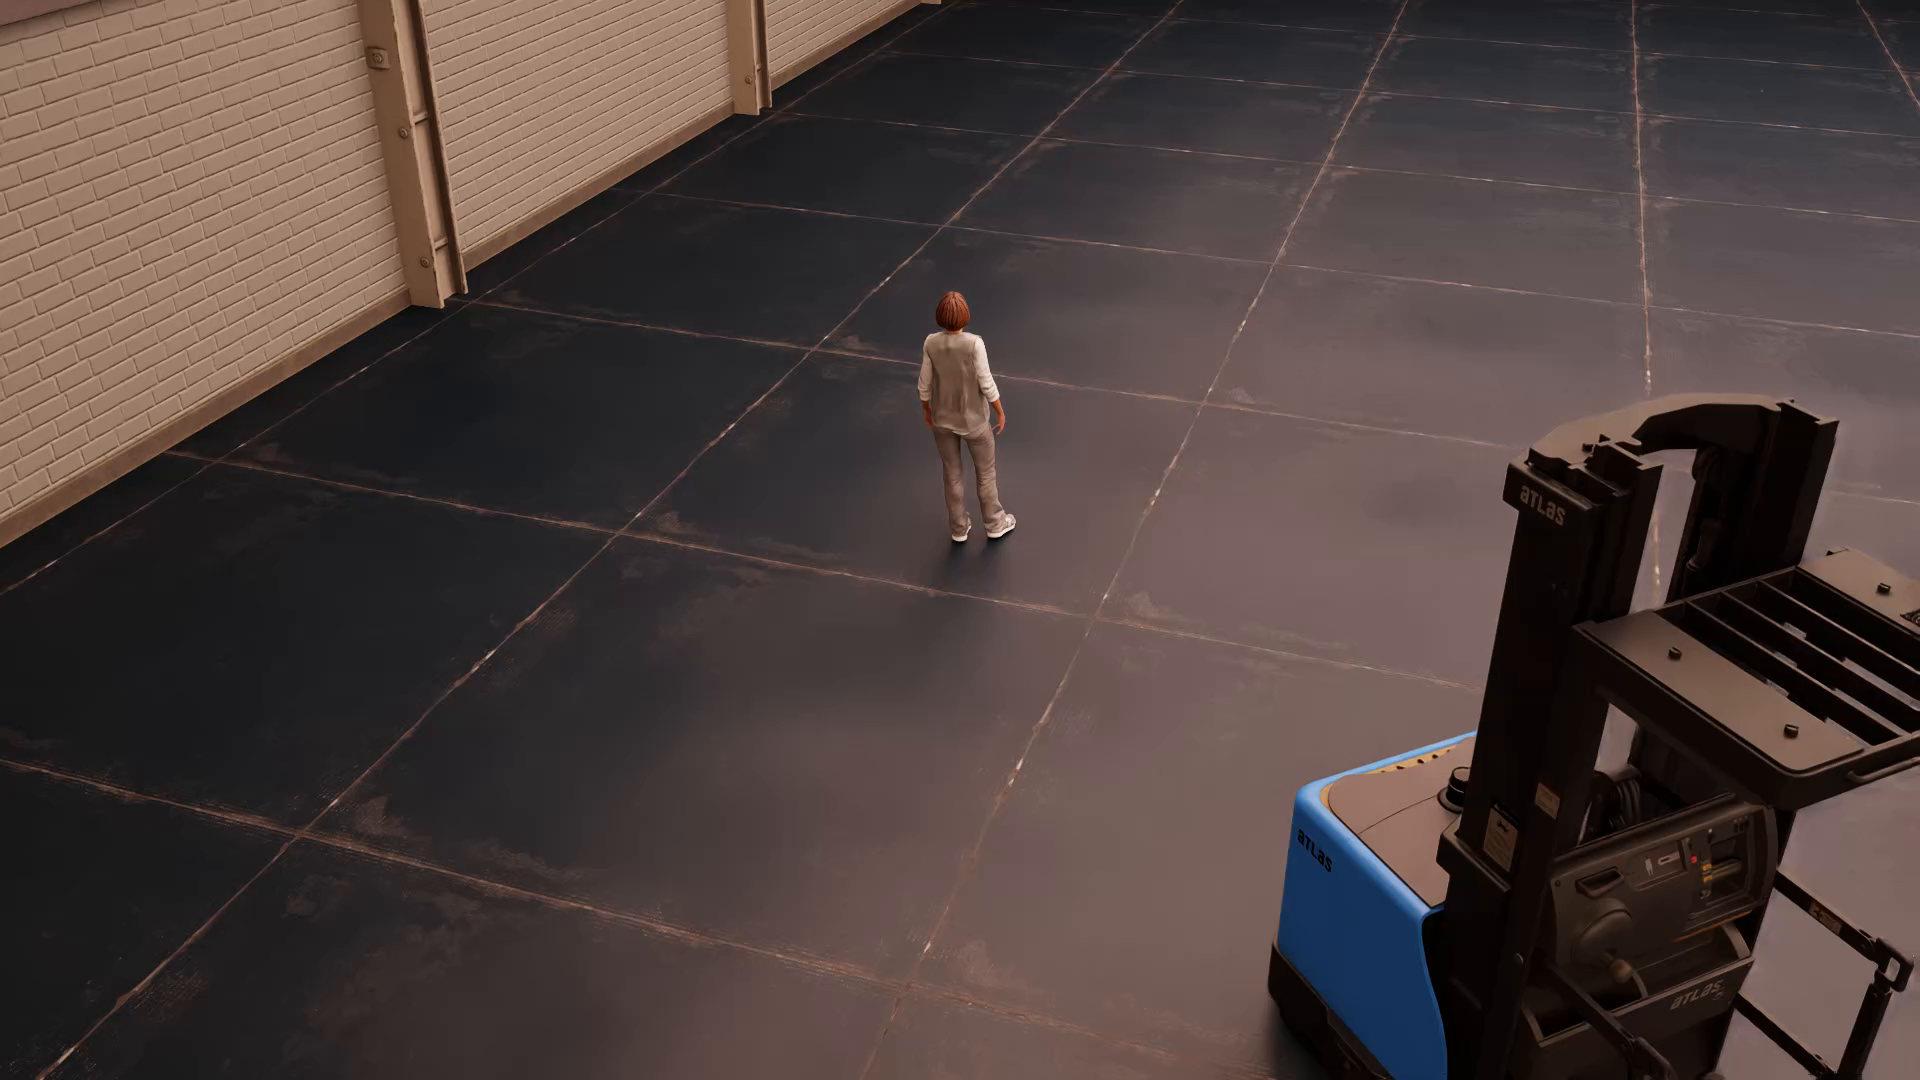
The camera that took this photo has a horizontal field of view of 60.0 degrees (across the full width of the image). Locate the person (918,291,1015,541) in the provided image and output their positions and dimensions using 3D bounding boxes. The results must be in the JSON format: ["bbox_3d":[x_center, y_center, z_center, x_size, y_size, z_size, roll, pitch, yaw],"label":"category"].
[{"bbox_3d":[0.038,-0.733,9.754,0.520,1.599,0.473,10,31,16],"label":"person"}]

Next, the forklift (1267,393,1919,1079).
[{"bbox_3d":[2.328,1.156,5.109,1.130,2.935,3.031,-13,32,-21],"label":"forklift"}]
